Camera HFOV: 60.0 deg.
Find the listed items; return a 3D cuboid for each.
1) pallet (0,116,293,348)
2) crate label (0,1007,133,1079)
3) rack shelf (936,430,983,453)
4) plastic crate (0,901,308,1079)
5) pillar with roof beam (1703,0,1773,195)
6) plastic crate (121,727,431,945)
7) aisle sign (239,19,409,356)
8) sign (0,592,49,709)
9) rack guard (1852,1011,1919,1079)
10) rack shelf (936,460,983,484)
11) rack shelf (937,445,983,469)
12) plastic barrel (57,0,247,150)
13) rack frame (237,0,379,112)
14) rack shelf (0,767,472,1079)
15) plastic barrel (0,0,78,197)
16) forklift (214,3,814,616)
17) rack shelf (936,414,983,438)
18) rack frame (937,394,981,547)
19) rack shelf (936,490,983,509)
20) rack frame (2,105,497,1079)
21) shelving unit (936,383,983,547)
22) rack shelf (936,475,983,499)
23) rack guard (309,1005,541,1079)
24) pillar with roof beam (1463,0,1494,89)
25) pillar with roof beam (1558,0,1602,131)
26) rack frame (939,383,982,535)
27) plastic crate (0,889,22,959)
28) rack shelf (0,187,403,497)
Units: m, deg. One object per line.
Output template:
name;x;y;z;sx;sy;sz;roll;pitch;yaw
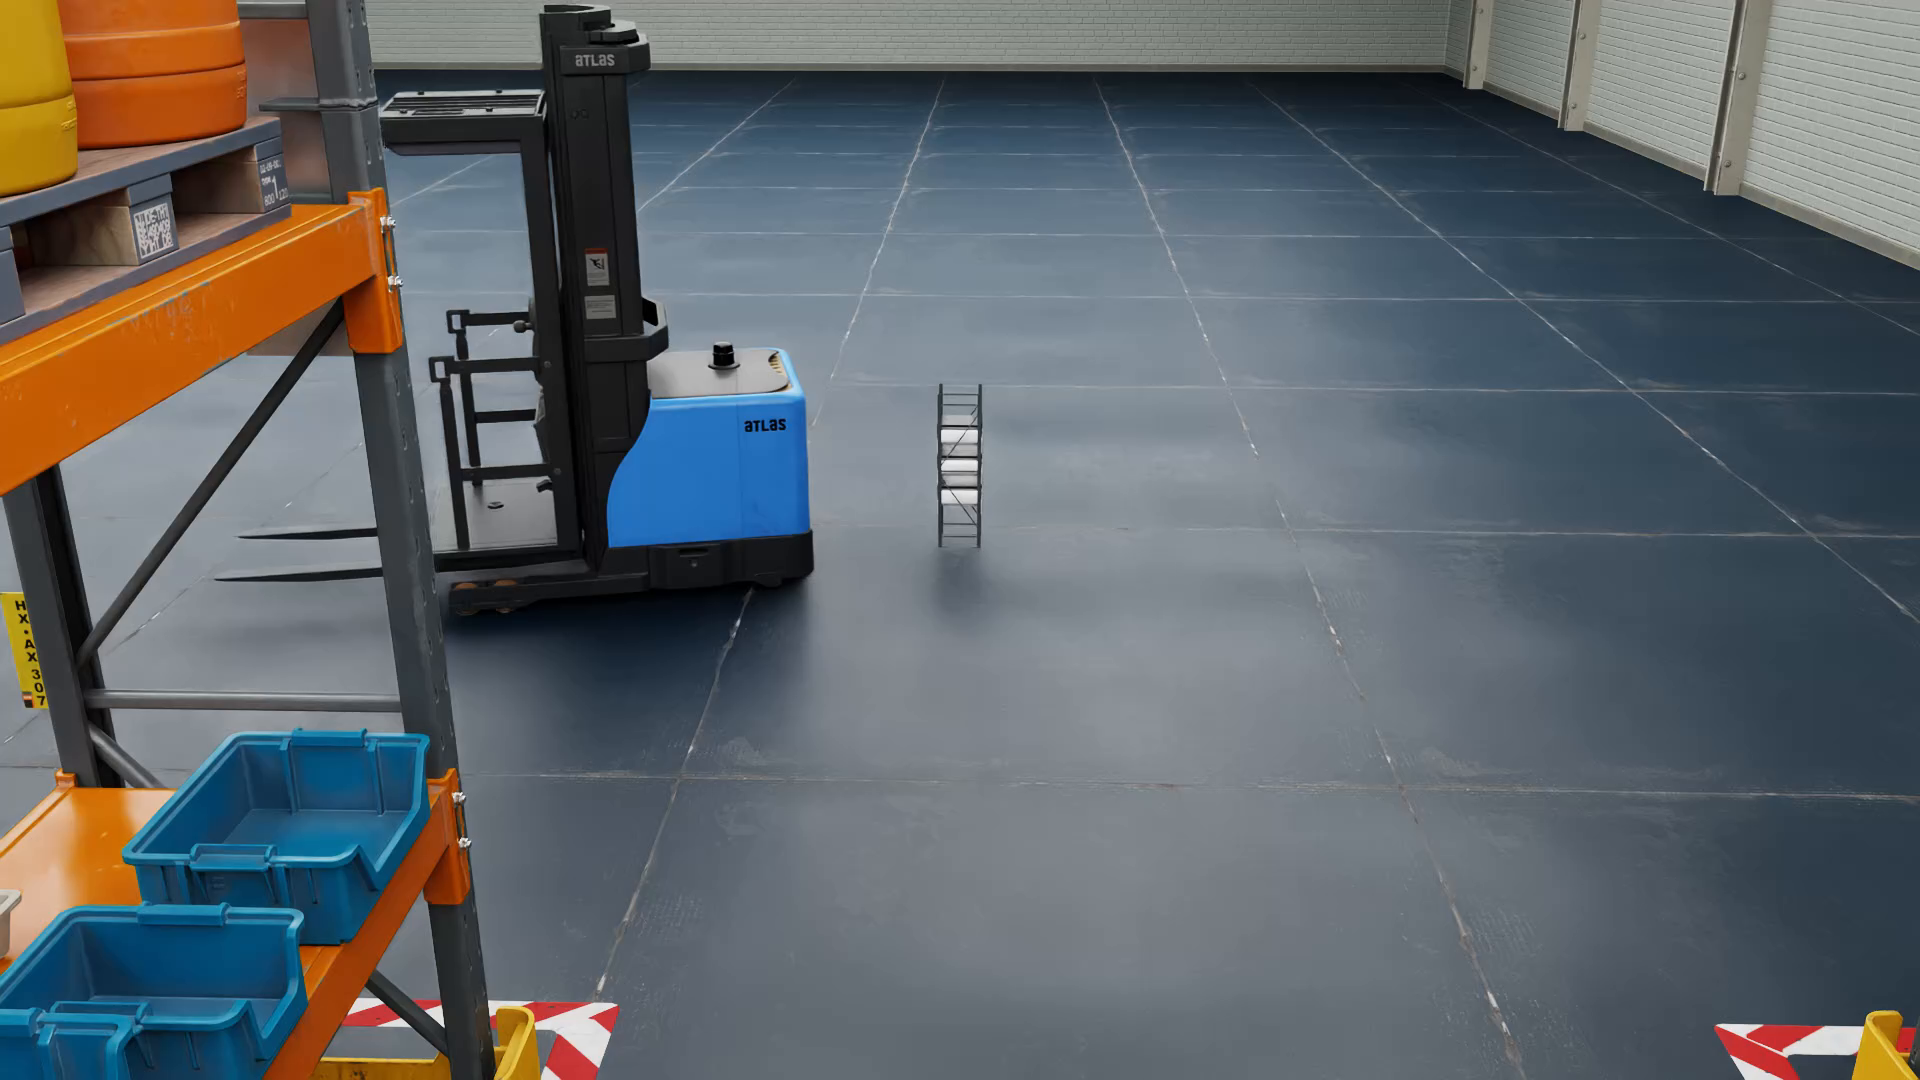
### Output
pallet;-1.952;-0.590;3.018;1.003;0.211;1.213;1;21;2
crate label;-1.615;1.074;2.565;0.502;0.435;0.616;1;21;2
rack shelf;0.000;-0.553;9.306;0.258;0.077;0.200;1;21;2
plastic crate;-1.571;0.910;3.241;0.499;0.251;0.408;1;21;2
pillar with roof beam;5.161;-8.559;19.147;9.100;9.000;0.400;1;21;2
plastic crate;-1.545;0.676;3.846;0.499;0.251;0.616;1;21;2
aisle sign;-1.530;-0.813;3.883;0.394;0.787;0.004;1;21;2
sign;-2.379;0.285;4.264;0.100;0.325;0.005;1;21;2
rack guard;3.122;1.635;4.625;1.175;0.500;0.348;1;21;2
rack shelf;0.000;-0.386;9.371;0.258;0.077;0.200;1;21;2
rack shelf;0.000;-0.469;9.338;0.258;0.077;0.200;1;21;2
plastic barrel;-1.717;-1.195;3.142;0.600;0.830;0.708;1;21;2
rack frame;-1.829;-2.375;3.209;1.000;3.000;0.127;1;21;2
rack shelf;-1.890;1.481;2.561;1.077;0.370;4.000;1;21;2
plastic barrel;-1.737;-0.846;2.576;0.600;0.588;0.600;0;21;0
forklift;-2.353;-1.186;8.534;3.031;2.935;1.130;-4;22;-11
rack shelf;0.000;-0.637;9.273;0.258;0.077;0.200;1;21;2
rack frame;-0.003;-0.380;9.264;0.240;0.900;0.006;1;21;2
rack shelf;0.000;-0.218;9.436;0.258;0.077;0.200;1;21;2
rack frame;-1.829;0.422;4.294;1.000;3.000;0.127;1;21;2
shelving unit;0.000;-0.417;9.359;0.258;0.900;0.210;1;21;2
rack shelf;0.000;-0.302;9.403;0.258;0.077;0.200;1;21;2
rack guard;-1.785;1.615;4.674;1.175;0.500;0.348;1;21;2
pillar with roof beam;5.526;-12.897;30.329;9.100;9.000;0.400;1;21;2
pillar with roof beam;5.343;-10.728;24.738;9.100;9.000;0.400;1;21;2
rack frame;0.003;-0.453;9.453;0.240;0.900;0.006;1;21;2
plastic crate;-2.178;0.865;3.517;0.298;0.136;0.250;1;21;2
rack shelf;-1.890;0.082;2.018;1.077;0.370;4.000;1;21;2
